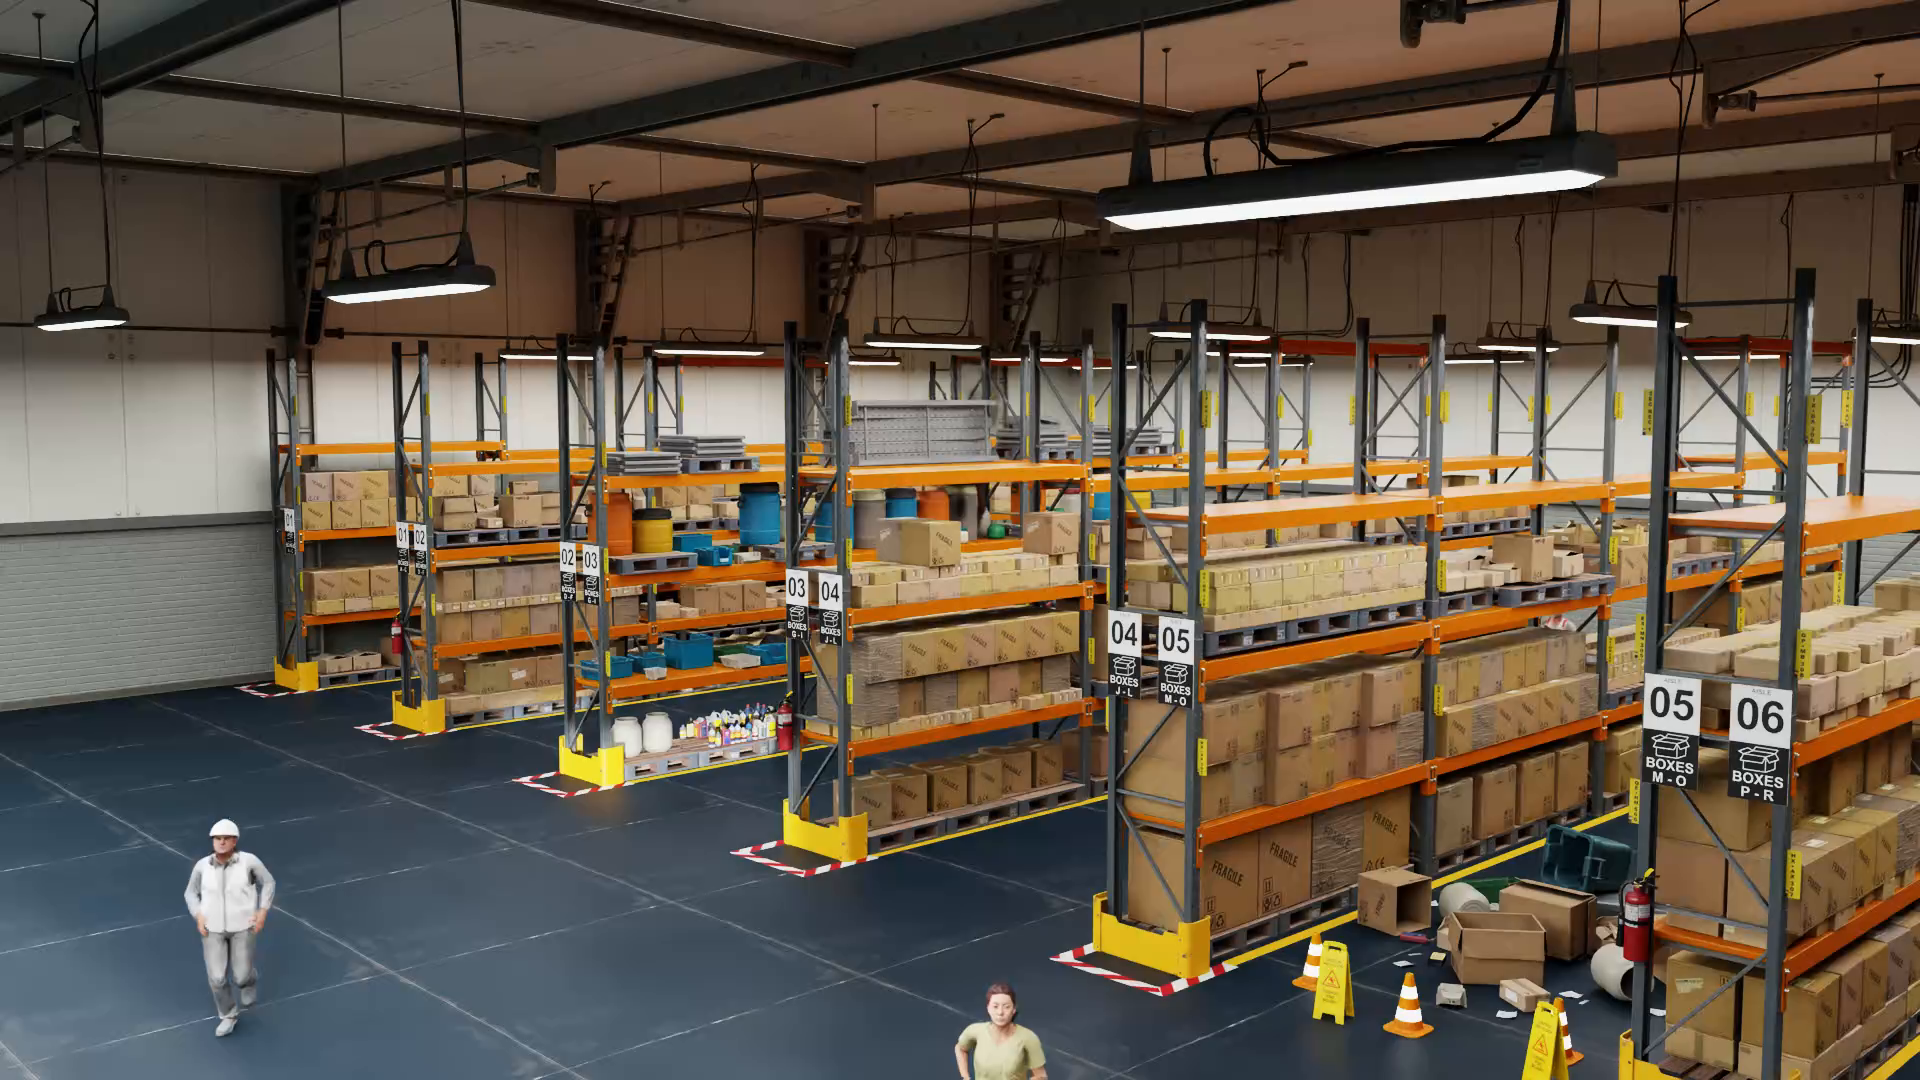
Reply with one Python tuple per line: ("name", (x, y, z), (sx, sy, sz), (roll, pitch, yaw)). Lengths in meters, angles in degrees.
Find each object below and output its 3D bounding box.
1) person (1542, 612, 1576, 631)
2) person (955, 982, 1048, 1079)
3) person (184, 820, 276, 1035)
("person", (9.740, 1.899, 27.172), (0.655, 1.814, 0.923), (4, 6, 37))
("person", (0.243, 3.482, 9.898), (0.560, 1.717, 0.684), (0, 5, 2))
("person", (-5.971, 3.128, 13.619), (0.690, 1.727, 0.600), (-1, 5, -16))
